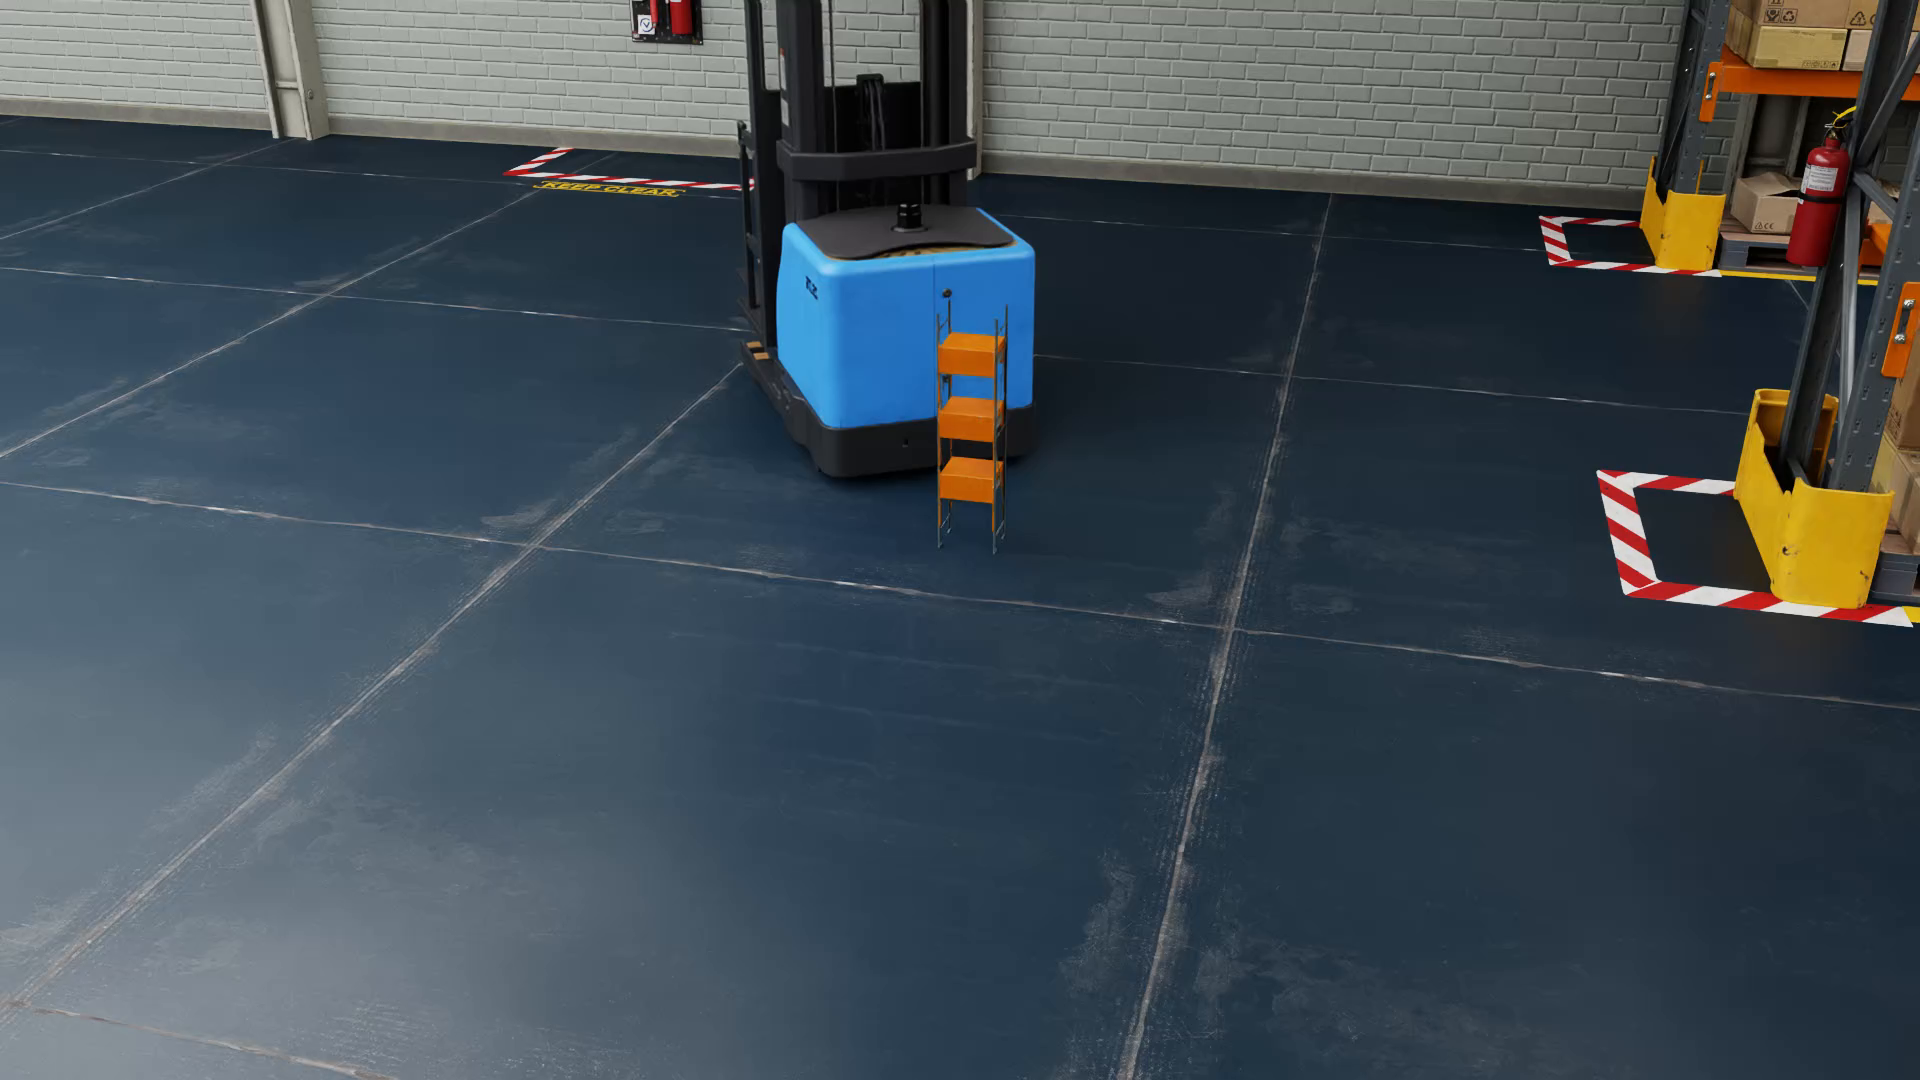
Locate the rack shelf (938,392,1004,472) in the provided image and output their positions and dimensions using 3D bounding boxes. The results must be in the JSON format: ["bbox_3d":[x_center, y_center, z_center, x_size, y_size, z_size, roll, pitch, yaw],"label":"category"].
[{"bbox_3d":[0.052,-0.459,7.017,0.240,0.259,0.215,6,26,13],"label":"rack shelf"}]

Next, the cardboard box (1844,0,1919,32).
[{"bbox_3d":[5.732,-3.438,10.260,0.500,0.500,0.500,6,26,13],"label":"cardboard box"}]

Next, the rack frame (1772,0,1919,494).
[{"bbox_3d":[3.638,-1.329,6.551,0.127,3.000,1.000,6,26,13],"label":"rack frame"}]

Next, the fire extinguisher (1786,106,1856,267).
[{"bbox_3d":[3.639,-1.500,7.000,0.183,0.674,0.296,6,26,13],"label":"fire extinguisher"}]

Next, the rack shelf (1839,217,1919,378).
[{"bbox_3d":[5.575,-0.790,6.256,4.000,0.370,1.077,6,26,13],"label":"rack shelf"}]

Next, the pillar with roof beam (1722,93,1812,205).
[{"bbox_3d":[4.689,-4.593,6.429,0.400,9.000,9.100,6,26,13],"label":"pillar with roof beam"}]

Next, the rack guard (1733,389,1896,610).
[{"bbox_3d":[3.615,-0.202,7.094,0.348,0.500,1.175,6,26,13],"label":"rack guard"}]

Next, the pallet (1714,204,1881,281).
[{"bbox_3d":[5.720,-2.022,11.252,1.213,0.211,1.003,6,26,13],"label":"pallet"}]

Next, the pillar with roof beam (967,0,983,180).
[{"bbox_3d":[-1.122,-5.235,7.778,0.400,9.000,9.100,6,26,13],"label":"pillar with roof beam"}]

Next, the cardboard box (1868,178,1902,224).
[{"bbox_3d":[6.068,-2.203,11.005,0.500,0.311,0.500,9,27,17],"label":"cardboard box"}]

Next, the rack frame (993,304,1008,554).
[{"bbox_3d":[0.170,-0.455,6.985,0.008,1.050,0.200,6,26,13],"label":"rack frame"}]

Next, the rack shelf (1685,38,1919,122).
[{"bbox_3d":[6.805,-2.852,10.588,4.000,0.370,1.077,6,26,13],"label":"rack shelf"}]

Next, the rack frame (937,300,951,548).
[{"bbox_3d":[-0.066,-0.481,7.040,0.008,1.050,0.200,6,26,13],"label":"rack frame"}]

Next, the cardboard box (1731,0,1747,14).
[{"bbox_3d":[5.377,-3.709,10.830,0.500,0.500,0.500,6,26,12],"label":"cardboard box"}]

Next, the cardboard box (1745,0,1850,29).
[{"bbox_3d":[5.255,-3.495,10.380,0.500,0.500,0.500,6,26,13],"label":"cardboard box"}]

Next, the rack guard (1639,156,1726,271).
[{"bbox_3d":[4.942,-2.254,11.404,0.348,0.500,1.175,6,26,13],"label":"rack guard"}]

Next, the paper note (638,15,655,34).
[{"bbox_3d":[-2.588,-4.249,13.710,0.142,0.148,0.016,6,26,13],"label":"paper note"}]

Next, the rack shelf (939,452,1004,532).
[{"bbox_3d":[0.052,-0.208,7.136,0.240,0.259,0.215,6,26,13],"label":"rack shelf"}]

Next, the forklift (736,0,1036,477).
[{"bbox_3d":[-0.581,-2.223,8.510,1.130,2.935,3.031,-8,27,-16],"label":"forklift"}]

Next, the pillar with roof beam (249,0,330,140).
[{"bbox_3d":[-6.933,-5.878,9.127,0.400,9.000,9.100,6,26,13],"label":"pillar with roof beam"}]

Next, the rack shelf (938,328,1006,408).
[{"bbox_3d":[0.052,-0.715,6.895,0.240,0.259,0.215,6,26,13],"label":"rack shelf"}]

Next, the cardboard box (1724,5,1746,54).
[{"bbox_3d":[5.369,-3.363,10.976,0.500,0.250,0.500,7,26,14],"label":"cardboard box"}]

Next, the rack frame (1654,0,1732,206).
[{"bbox_3d":[4.868,-3.391,10.884,0.127,3.000,1.000,6,26,13],"label":"rack frame"}]

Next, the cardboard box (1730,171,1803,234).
[{"bbox_3d":[5.516,-2.264,11.133,0.500,0.311,0.500,3,26,7],"label":"cardboard box"}]

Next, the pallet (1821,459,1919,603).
[{"bbox_3d":[4.389,-0.005,7.015,1.213,0.211,1.003,6,26,13],"label":"pallet"}]

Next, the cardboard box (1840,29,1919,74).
[{"bbox_3d":[5.768,-3.098,10.420,0.500,0.250,0.500,5,26,11],"label":"cardboard box"}]

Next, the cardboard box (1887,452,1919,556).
[{"bbox_3d":[4.102,-0.127,6.737,0.500,0.250,0.500,6,26,13],"label":"cardboard box"}]

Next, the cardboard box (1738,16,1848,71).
[{"bbox_3d":[5.261,-3.148,10.524,0.500,0.250,0.500,6,26,11],"label":"cardboard box"}]

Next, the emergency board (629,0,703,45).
[{"bbox_3d":[-2.433,-4.599,13.421,0.643,1.169,0.194,6,26,13],"label":"emergency board"}]

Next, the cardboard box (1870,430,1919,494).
[{"bbox_3d":[4.231,-0.342,7.190,0.500,0.250,0.500,6,26,13],"label":"cardboard box"}]

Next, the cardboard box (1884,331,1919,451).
[{"bbox_3d":[4.231,-0.682,7.030,0.500,0.500,0.500,6,26,13],"label":"cardboard box"}]

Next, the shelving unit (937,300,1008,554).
[{"bbox_3d":[0.052,-0.468,7.012,0.252,1.050,0.215,6,26,13],"label":"shelving unit"}]
